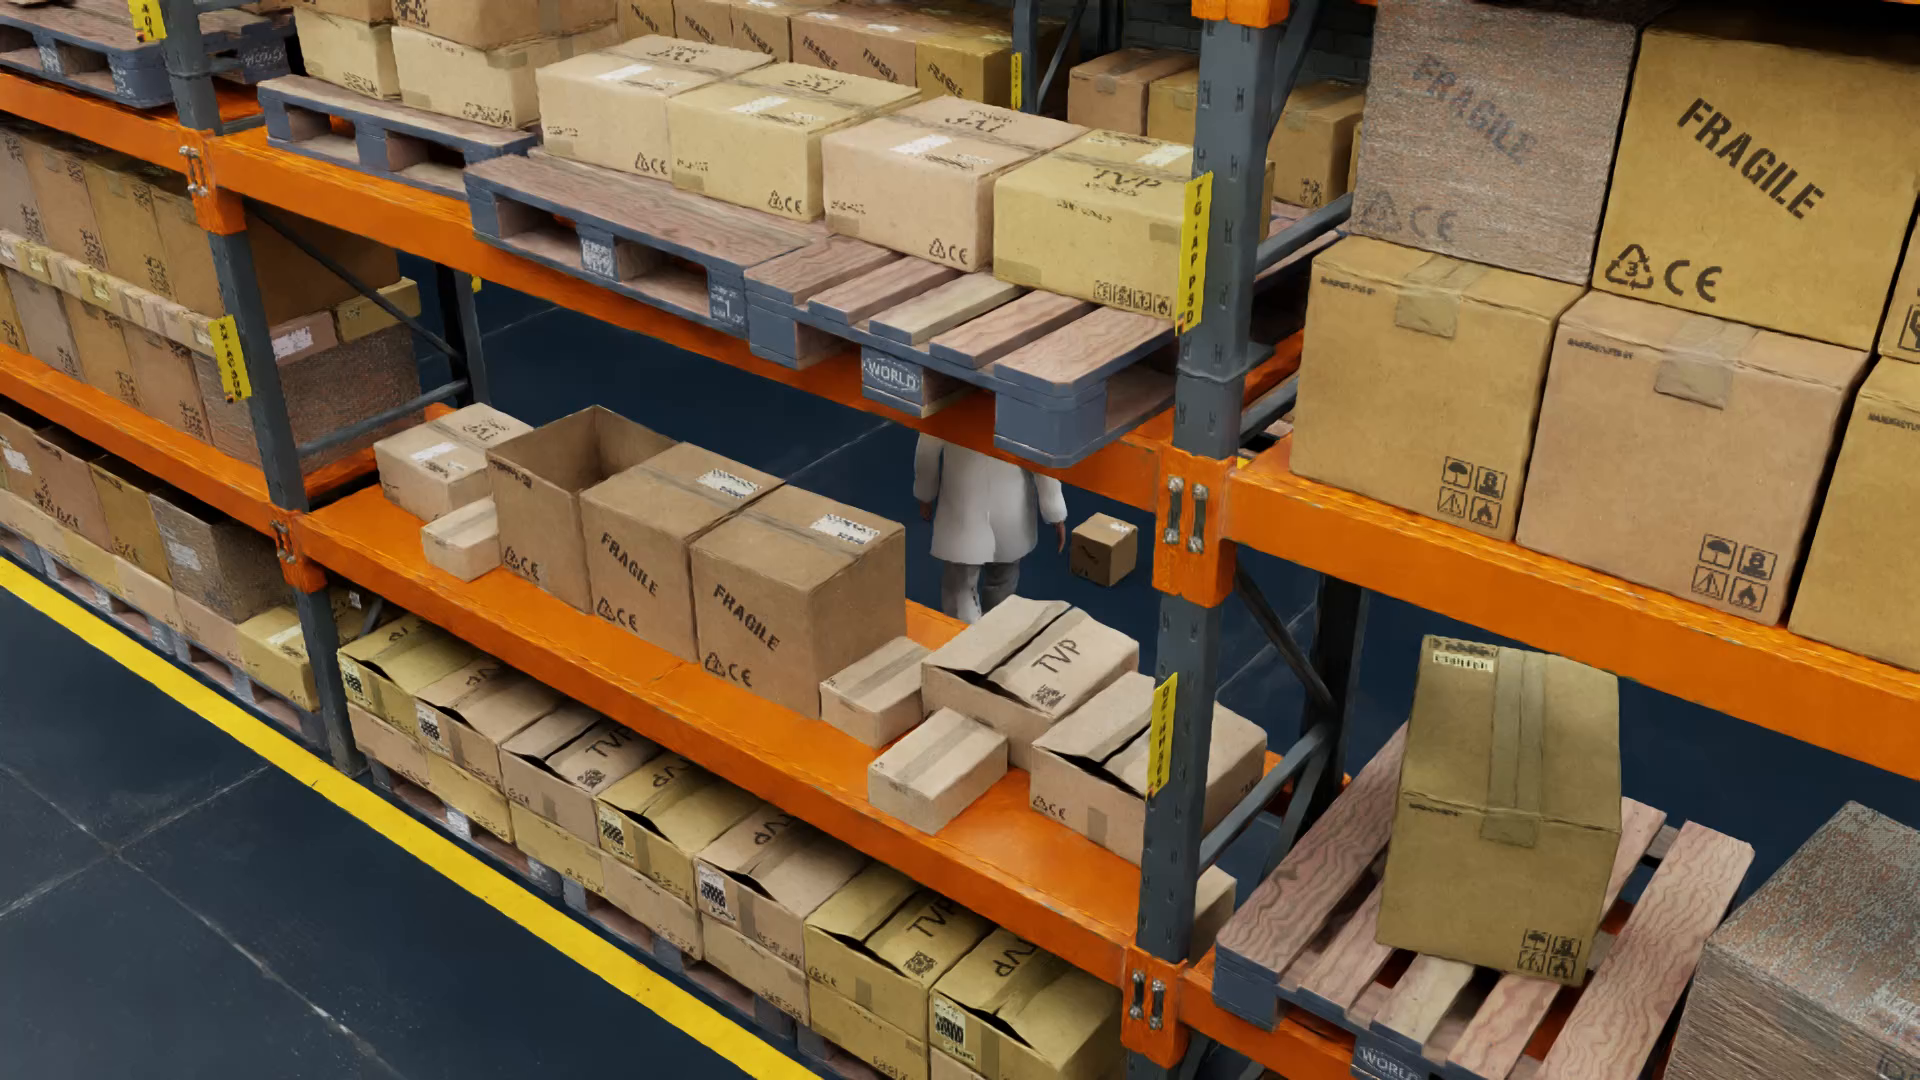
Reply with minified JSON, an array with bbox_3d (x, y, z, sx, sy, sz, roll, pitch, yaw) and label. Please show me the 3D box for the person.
[{"bbox_3d":[0.131,-0.103,7.367,0.683,1.729,0.730,0,30,-1],"label":"person"}]
